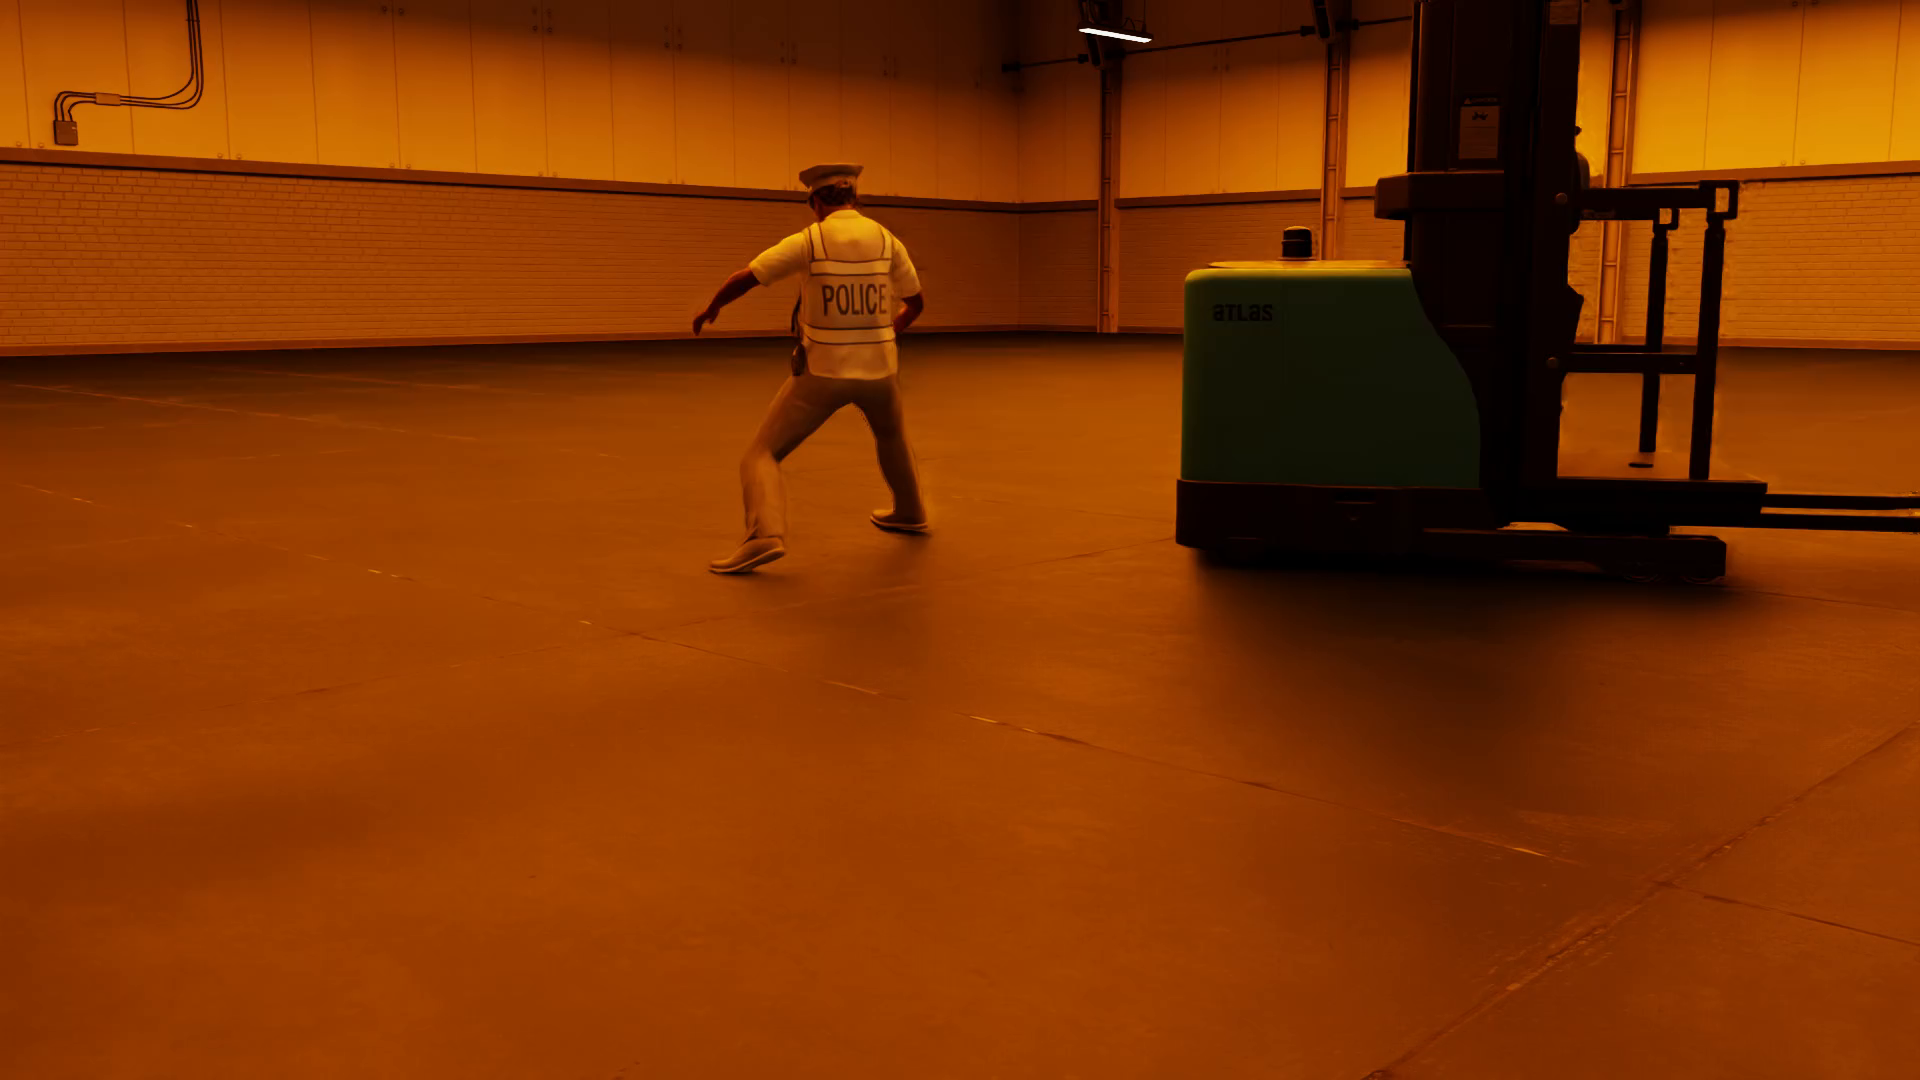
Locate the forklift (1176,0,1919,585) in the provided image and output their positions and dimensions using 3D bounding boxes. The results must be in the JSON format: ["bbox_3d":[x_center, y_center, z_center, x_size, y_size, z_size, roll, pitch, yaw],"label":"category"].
[{"bbox_3d":[2.373,-1.381,6.048,3.031,2.935,1.130,2,9,13],"label":"forklift"}]

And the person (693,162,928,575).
[{"bbox_3d":[-0.536,-0.677,6.369,1.099,1.494,0.939,-4,9,-24],"label":"person"}]
